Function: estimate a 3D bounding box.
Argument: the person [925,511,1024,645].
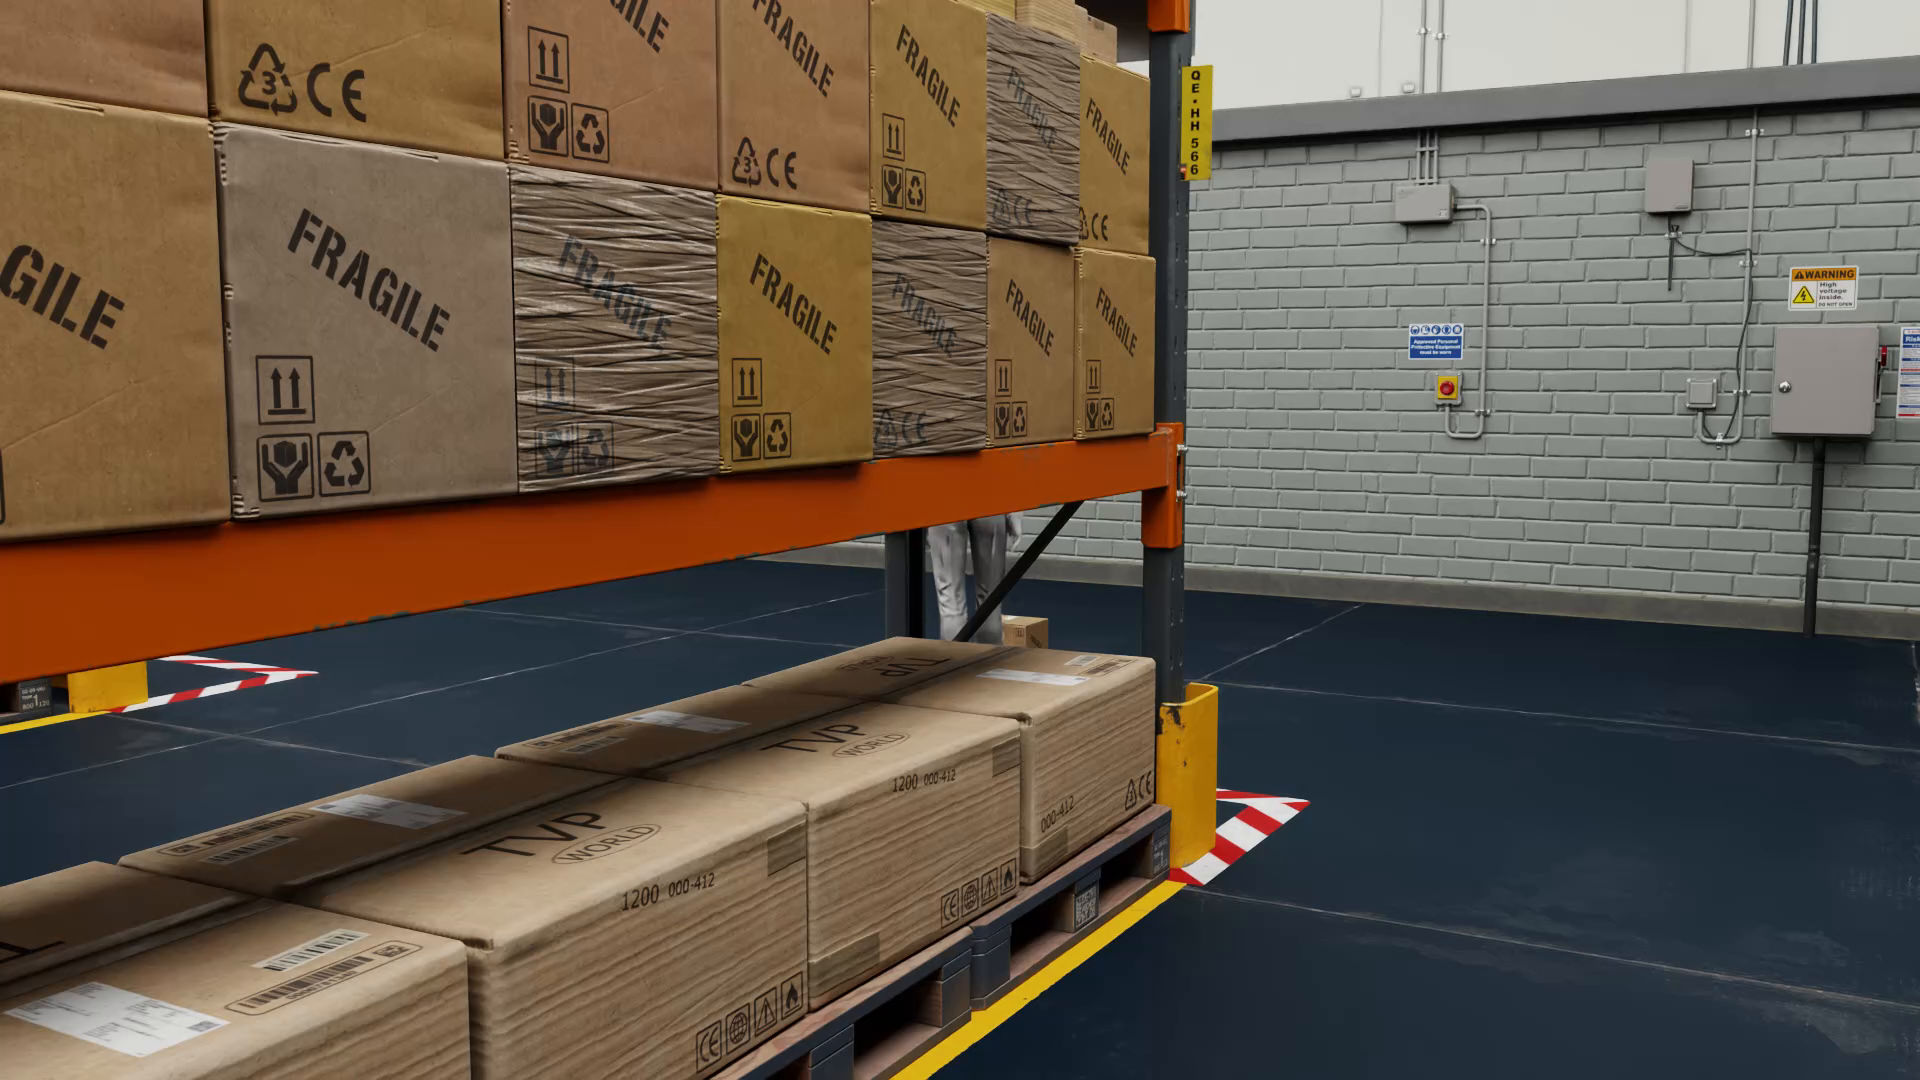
[{"bbox_3d":[0.026,-0.116,7.329,0.486,1.667,0.607,-1,6,-6],"label":"person"}]
